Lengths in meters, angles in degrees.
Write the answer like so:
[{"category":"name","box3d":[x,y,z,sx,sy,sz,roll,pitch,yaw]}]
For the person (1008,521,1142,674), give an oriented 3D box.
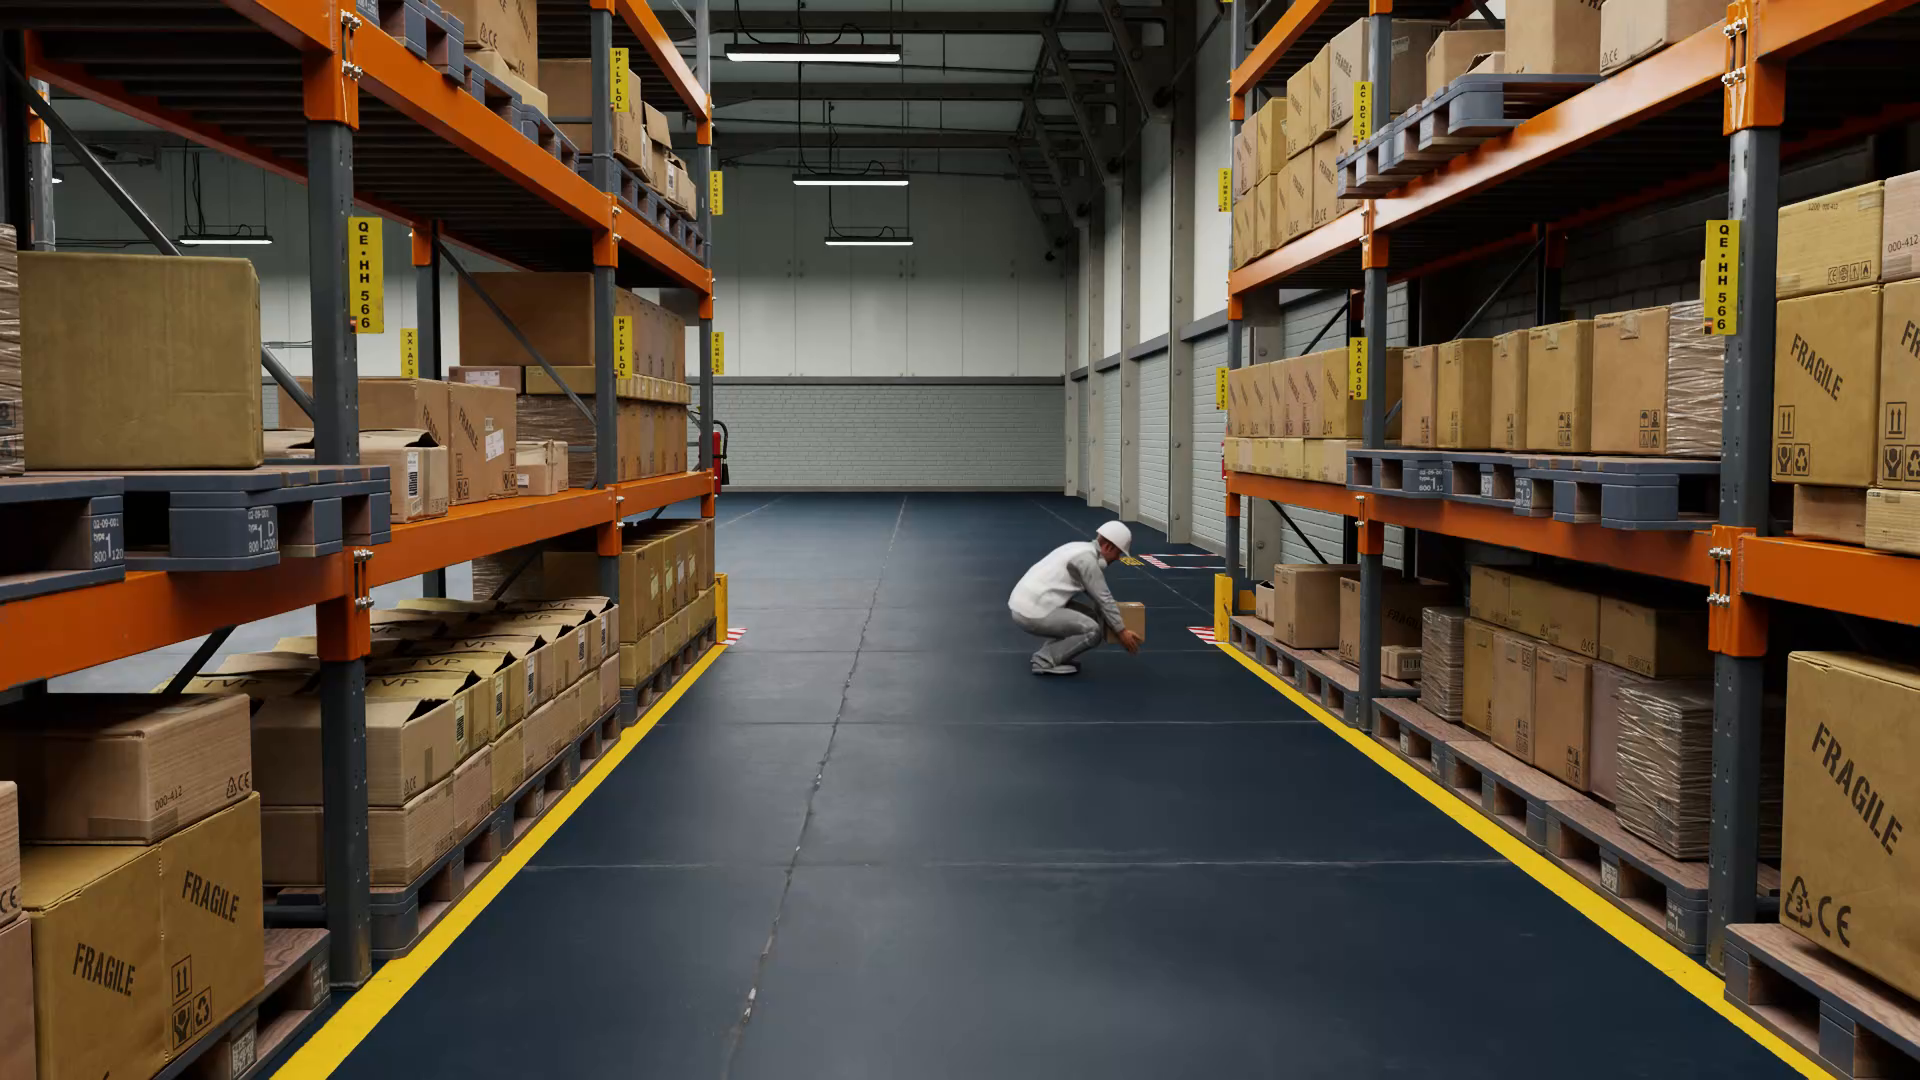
[{"category":"person","box3d":[0.764,0.382,11.127,0.878,1.011,0.526,0,4,-2]}]
